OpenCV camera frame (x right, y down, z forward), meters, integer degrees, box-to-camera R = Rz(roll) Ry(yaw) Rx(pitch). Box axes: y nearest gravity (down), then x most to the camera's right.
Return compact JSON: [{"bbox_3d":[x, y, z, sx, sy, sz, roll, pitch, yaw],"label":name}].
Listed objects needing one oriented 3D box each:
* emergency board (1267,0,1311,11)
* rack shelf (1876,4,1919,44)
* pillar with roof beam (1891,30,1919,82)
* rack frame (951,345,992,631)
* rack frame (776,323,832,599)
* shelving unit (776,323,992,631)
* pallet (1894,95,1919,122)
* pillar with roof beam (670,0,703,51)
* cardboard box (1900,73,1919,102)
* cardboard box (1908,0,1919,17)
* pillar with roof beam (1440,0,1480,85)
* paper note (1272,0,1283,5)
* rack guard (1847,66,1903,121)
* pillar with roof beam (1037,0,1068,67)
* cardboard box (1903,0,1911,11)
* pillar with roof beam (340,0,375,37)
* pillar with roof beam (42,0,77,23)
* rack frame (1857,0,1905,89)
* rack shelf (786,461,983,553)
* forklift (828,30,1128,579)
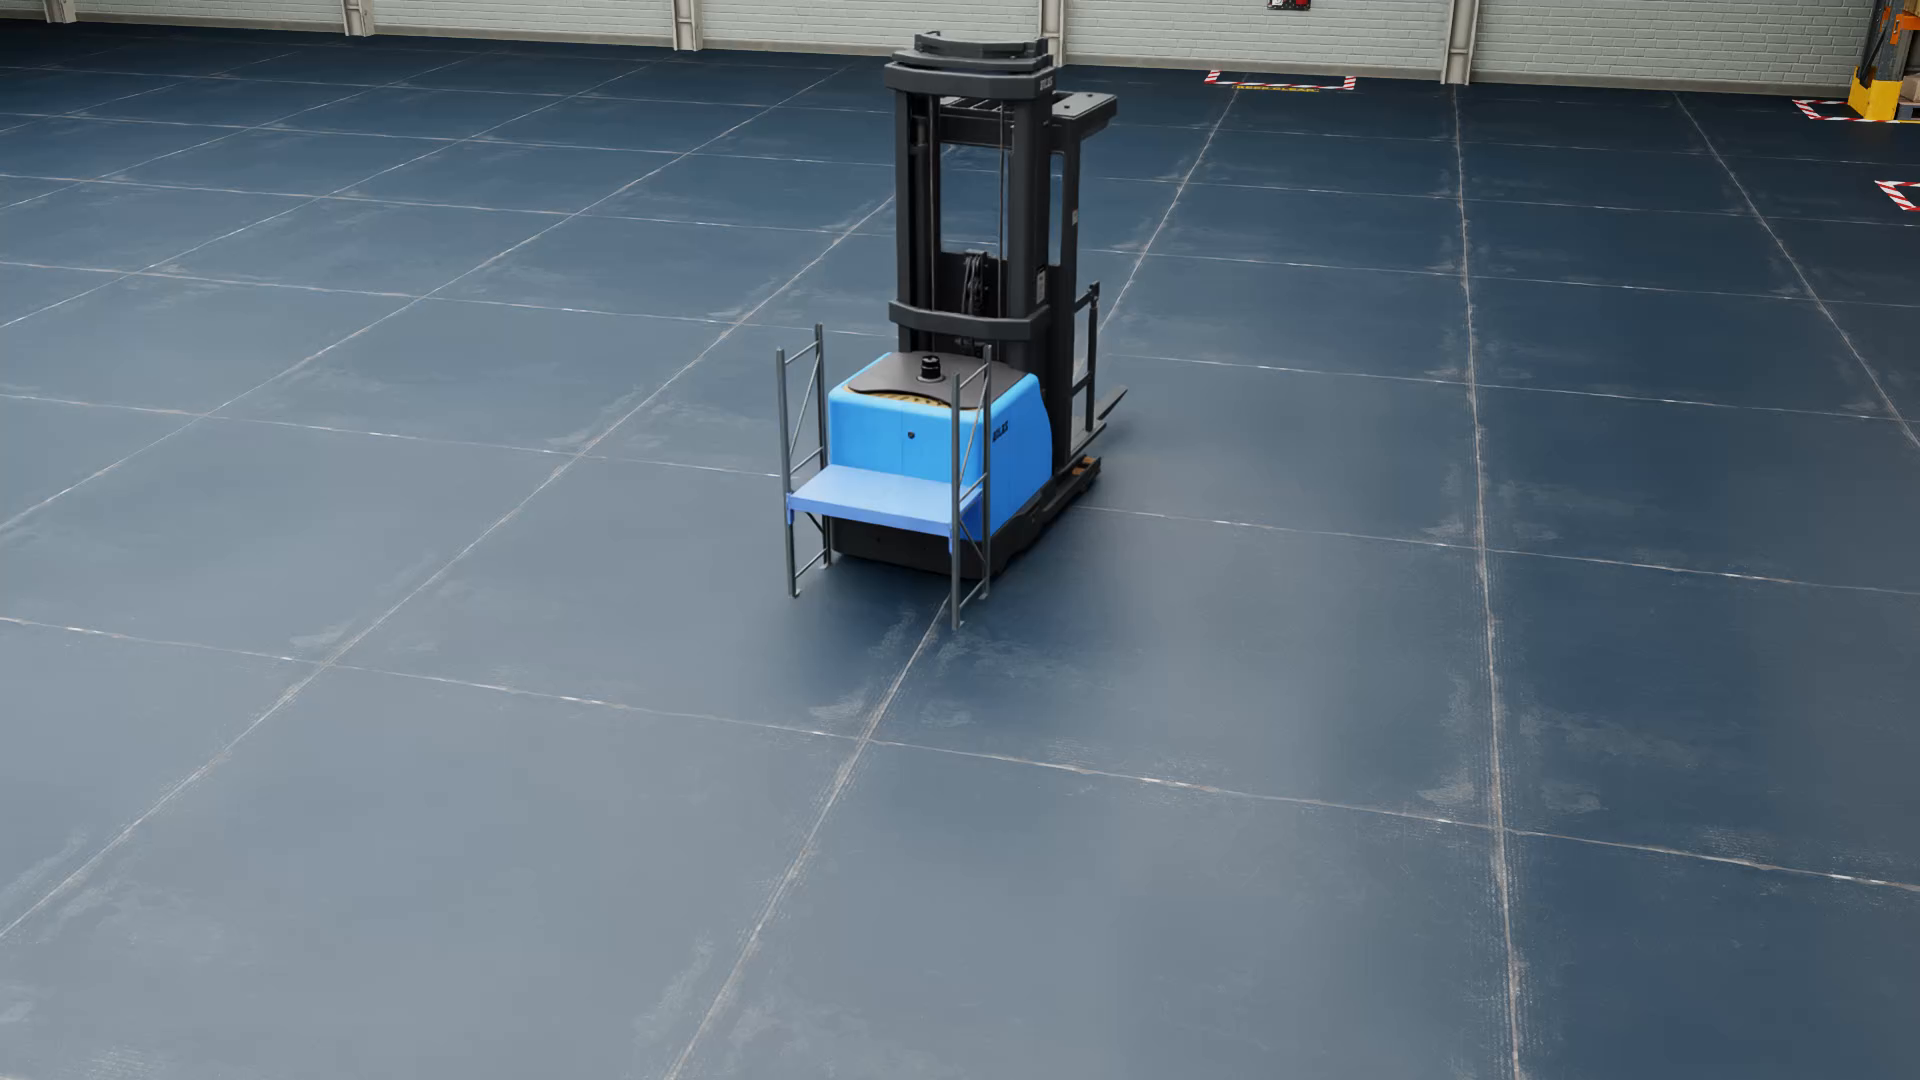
[{"bbox_3d":[4.839,-8.317,24.230,0.643,1.169,0.194,6,26,13],"label":"emergency board"},{"bbox_3d":[14.077,-6.570,21.398,4.000,0.370,1.077,6,26,13],"label":"rack shelf"},{"bbox_3d":[11.961,-8.311,17.238,0.400,9.000,9.100,6,26,13],"label":"pillar with roof beam"},{"bbox_3d":[0.063,-0.274,9.080,0.032,1.500,0.500,10,27,20],"label":"rack frame"},{"bbox_3d":[-0.878,-0.439,9.428,0.032,1.500,0.500,10,27,20],"label":"rack frame"},{"bbox_3d":[-0.408,-0.356,9.254,1.048,1.500,0.538,10,27,20],"label":"shelving unit"},{"bbox_3d":[12.992,-5.740,22.062,1.213,0.211,1.003,6,26,13],"label":"pallet"},{"bbox_3d":[-5.471,-10.238,21.286,0.400,9.000,9.100,6,26,13],"label":"pillar with roof beam"},{"bbox_3d":[12.788,-5.982,21.942,0.500,0.311,0.500,3,26,7],"label":"cardboard box"},{"bbox_3d":[12.534,-6.866,21.334,0.500,0.250,0.500,6,26,11],"label":"cardboard box"},{"bbox_3d":[6.151,-8.953,18.587,0.400,9.000,9.100,6,26,13],"label":"pillar with roof beam"},{"bbox_3d":[4.685,-7.967,24.520,0.142,0.148,0.016,6,26,13],"label":"paper note"},{"bbox_3d":[12.214,-5.973,22.213,0.348,0.500,1.175,6,26,13],"label":"rack guard"},{"bbox_3d":[0.340,-9.596,19.936,0.400,9.000,9.100,6,26,13],"label":"pillar with roof beam"},{"bbox_3d":[12.641,-7.081,21.785,0.500,0.250,0.500,7,26,14],"label":"cardboard box"},{"bbox_3d":[-11.282,-10.880,22.635,0.400,9.000,9.100,6,26,13],"label":"pillar with roof beam"},{"bbox_3d":[-17.093,-11.523,23.984,0.400,9.000,9.100,6,26,13],"label":"pillar with roof beam"},{"bbox_3d":[12.140,-7.109,21.693,0.127,3.000,1.000,6,26,13],"label":"rack frame"},{"bbox_3d":[-0.408,-0.194,9.331,1.000,0.185,0.538,10,27,20],"label":"rack shelf"},{"bbox_3d":[0.290,-1.701,10.414,1.130,2.935,3.031,11,28,22],"label":"forklift"}]
